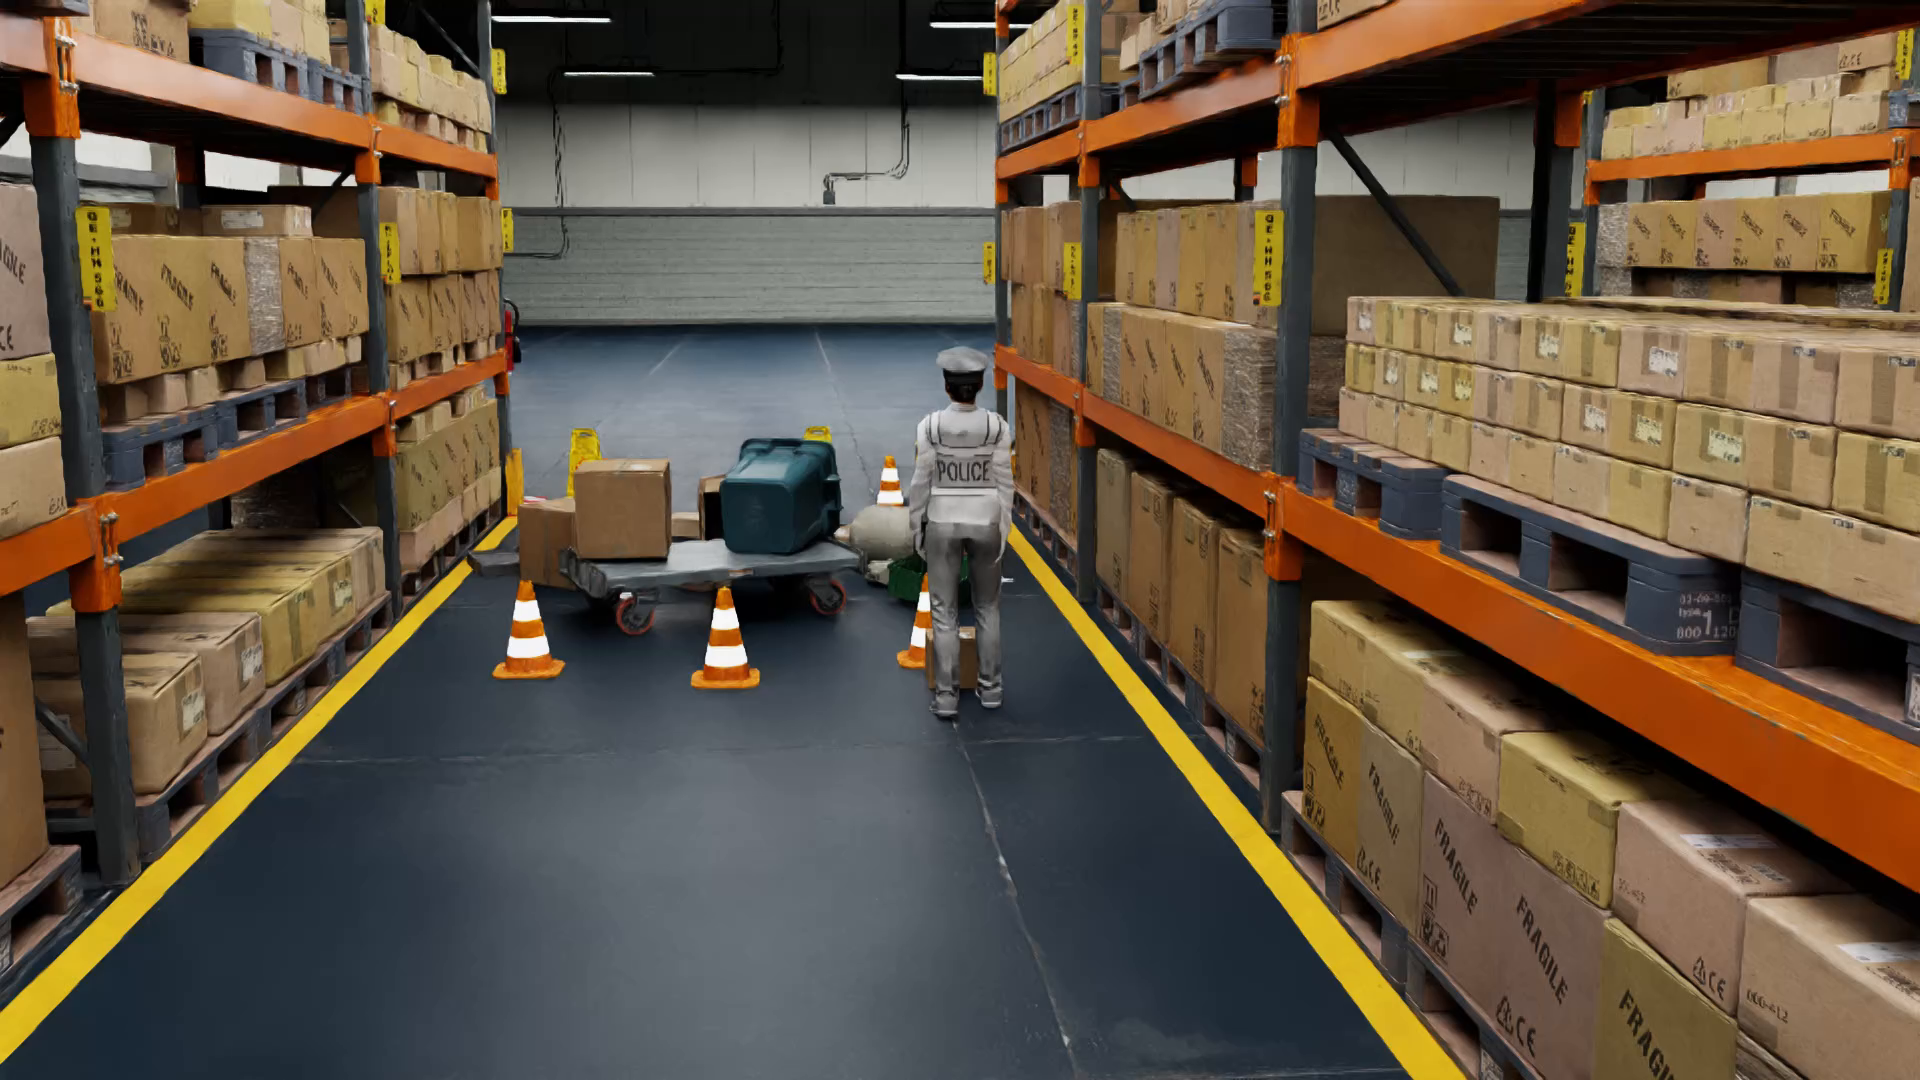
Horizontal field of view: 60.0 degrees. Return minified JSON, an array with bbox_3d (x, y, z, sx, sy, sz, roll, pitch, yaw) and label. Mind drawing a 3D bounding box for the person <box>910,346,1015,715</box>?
[{"bbox_3d":[0.006,-0.038,7.624,0.473,1.690,0.441,-1,10,-5],"label":"person"}]
